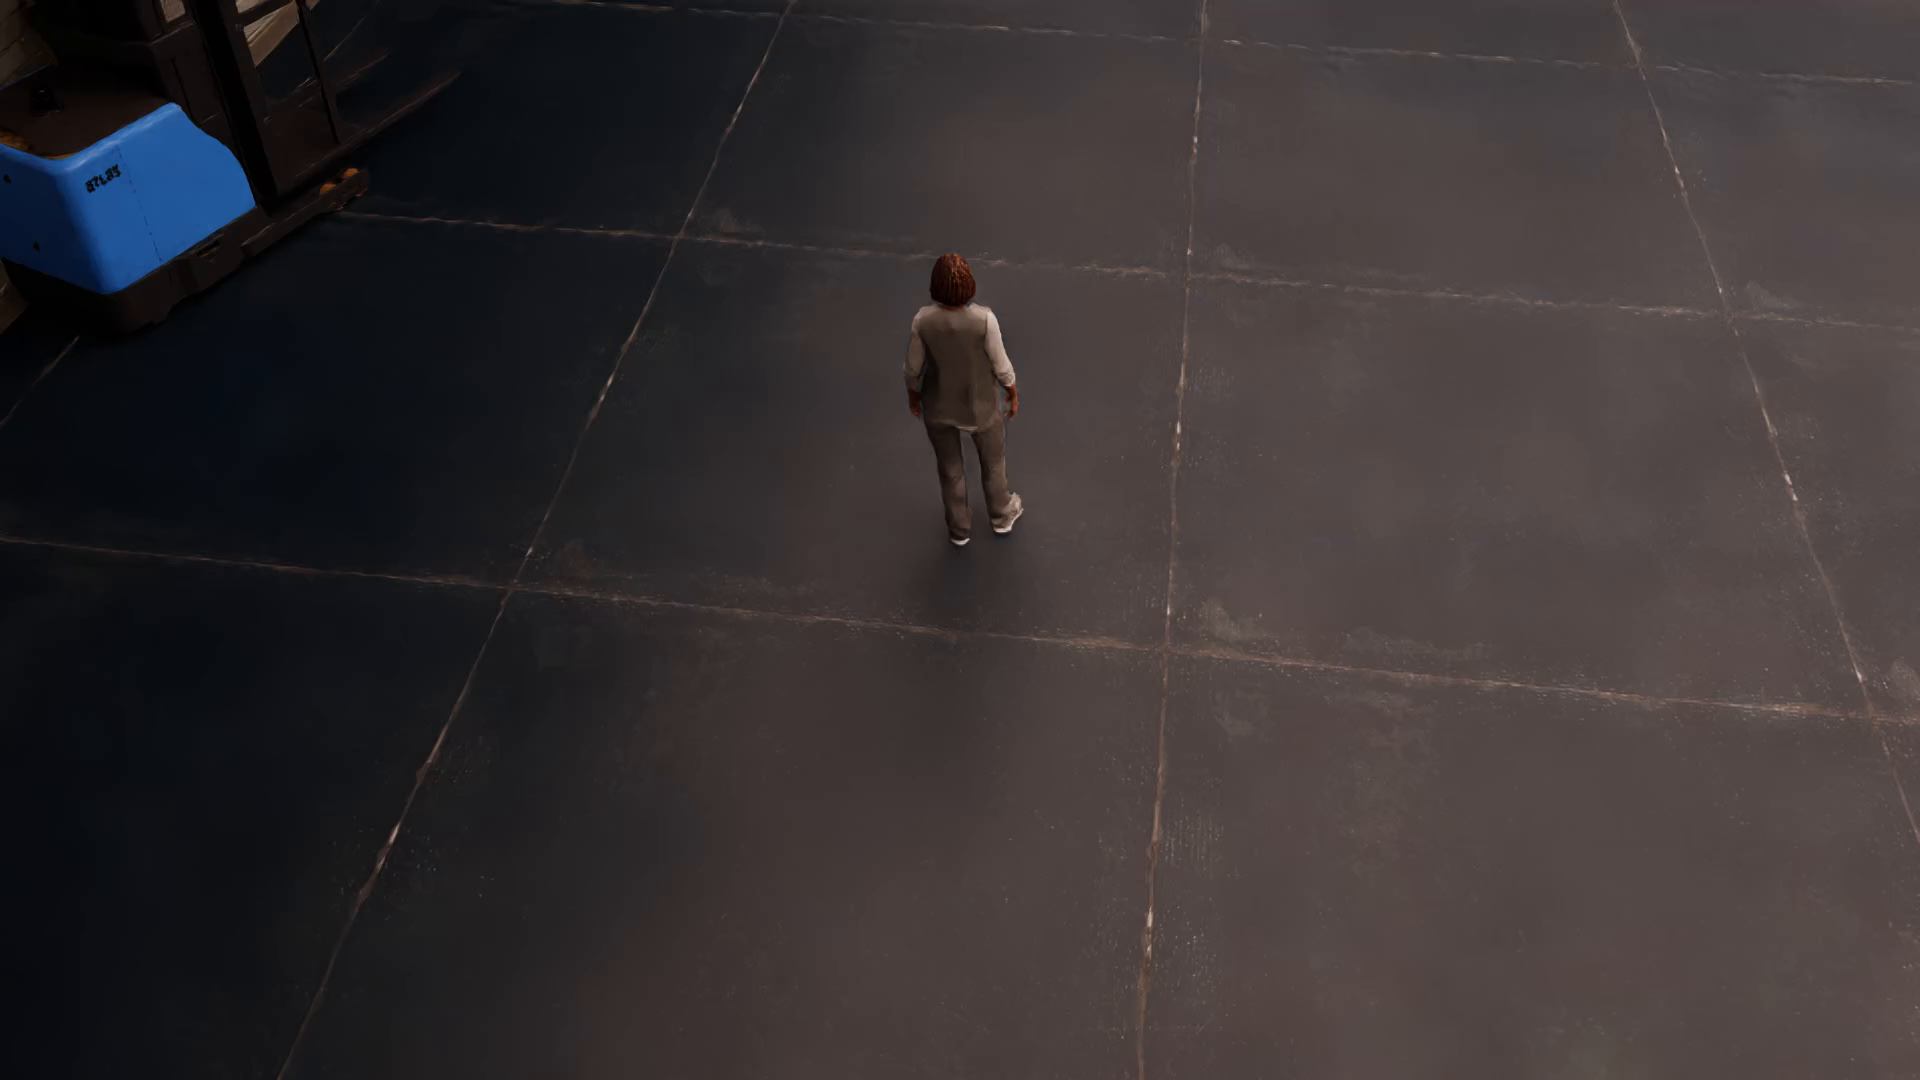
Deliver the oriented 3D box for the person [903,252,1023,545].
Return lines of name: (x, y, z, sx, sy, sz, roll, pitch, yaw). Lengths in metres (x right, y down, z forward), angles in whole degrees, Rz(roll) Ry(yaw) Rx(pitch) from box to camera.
person: (0.023, -0.642, 7.399, 0.521, 1.597, 0.474, 5, 43, 6)

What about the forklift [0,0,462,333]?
forklift: (-4.268, -3.196, 9.203, 1.130, 2.935, 3.031, 19, 46, 20)
